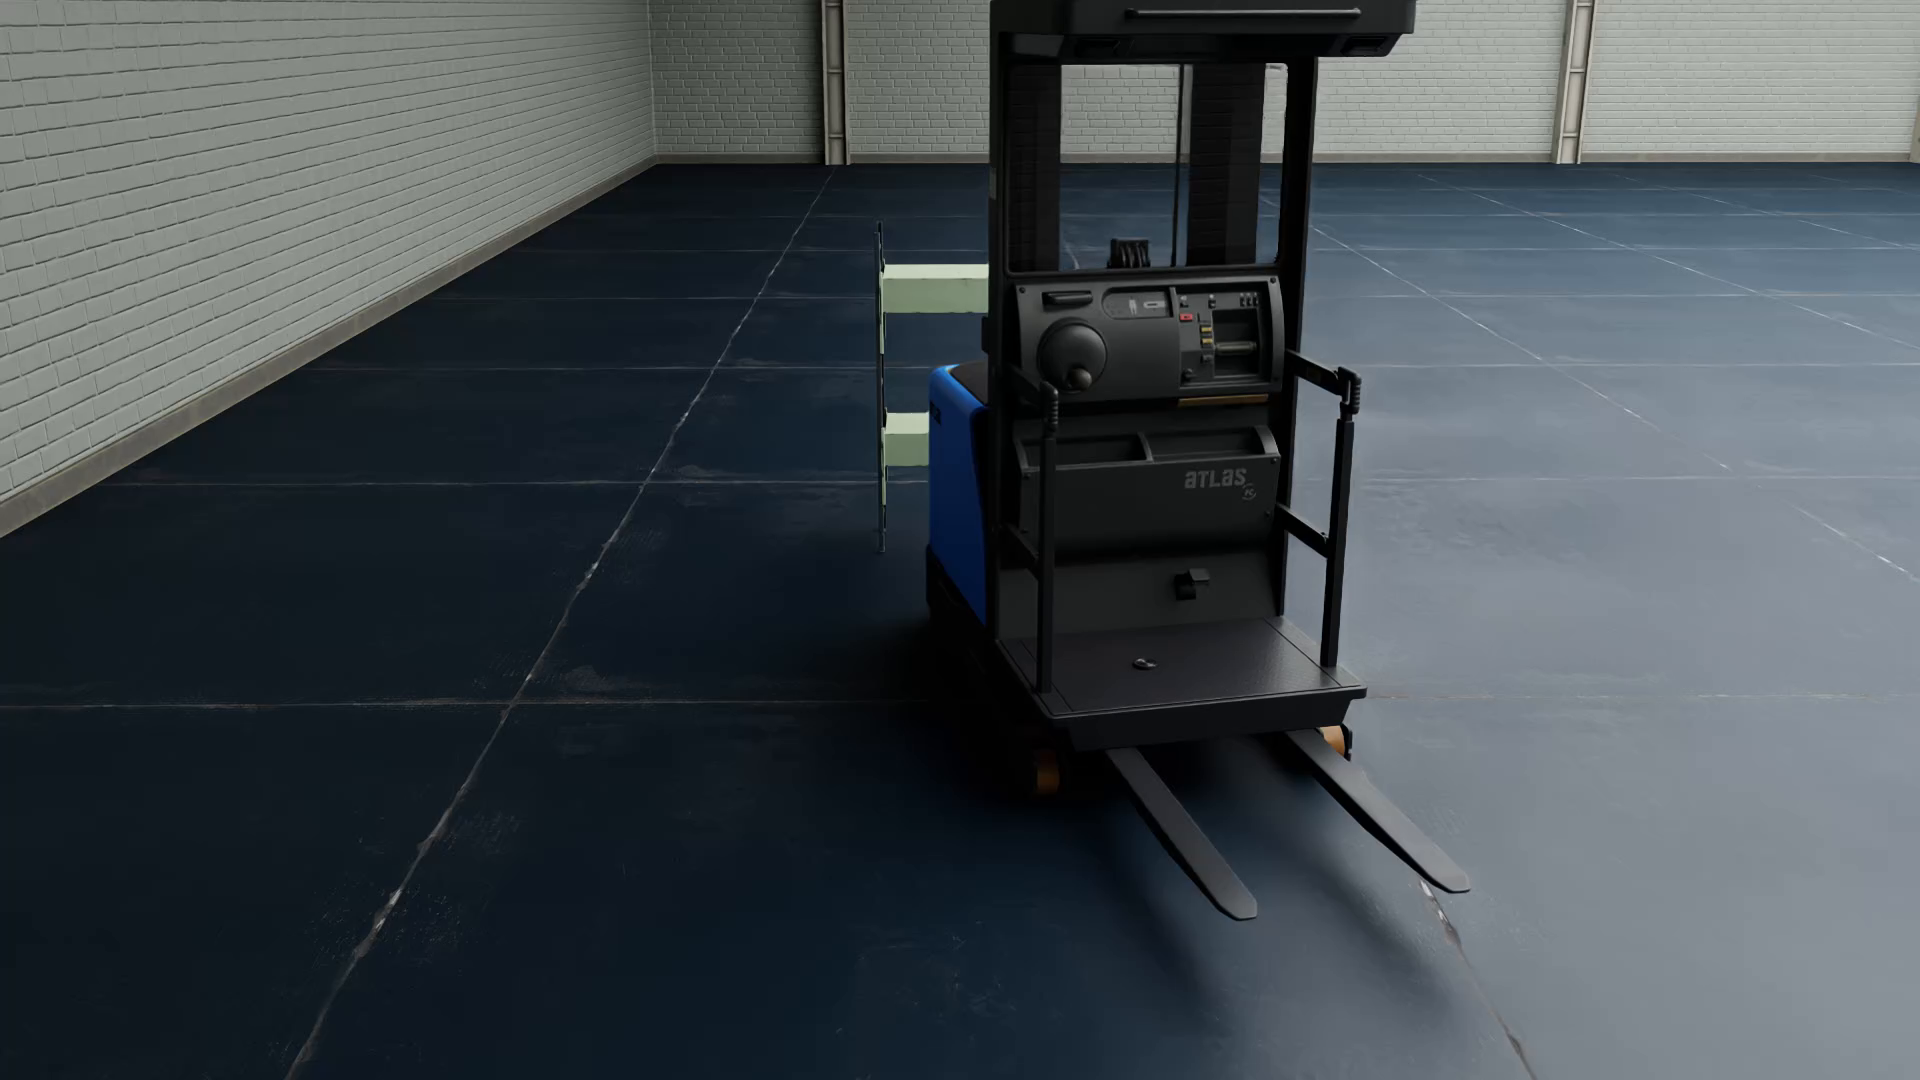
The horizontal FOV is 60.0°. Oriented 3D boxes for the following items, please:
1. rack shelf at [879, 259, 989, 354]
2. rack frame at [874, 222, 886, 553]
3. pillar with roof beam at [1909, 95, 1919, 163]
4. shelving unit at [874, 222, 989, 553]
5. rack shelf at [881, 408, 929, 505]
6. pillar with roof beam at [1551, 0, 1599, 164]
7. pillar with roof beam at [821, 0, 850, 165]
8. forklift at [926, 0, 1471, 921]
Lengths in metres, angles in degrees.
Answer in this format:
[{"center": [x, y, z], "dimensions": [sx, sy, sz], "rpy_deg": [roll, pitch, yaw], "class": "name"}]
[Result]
[{"center": [-0.007, -1.086, 7.699], "dimensions": [0.720, 0.370, 0.431], "rpy_deg": [0, 18, -1], "class": "rack shelf"}, {"center": [-0.373, -0.712, 7.813], "dimensions": [0.023, 1.500, 0.400], "rpy_deg": [0, 18, -1], "class": "rack frame"}, {"center": [16.060, -9.228, 22.081], "dimensions": [0.400, 9.000, 9.100], "rpy_deg": [0, 18, -1], "class": "pillar with roof beam"}, {"center": [-0.007, -0.714, 7.818], "dimensions": [0.755, 1.500, 0.431], "rpy_deg": [0, 18, -1], "class": "shelving unit"}, {"center": [-0.007, -0.404, 7.918], "dimensions": [0.720, 0.370, 0.431], "rpy_deg": [0, 18, -1], "class": "rack shelf"}, {"center": [10.061, -9.199, 21.991], "dimensions": [0.400, 9.000, 9.100], "rpy_deg": [0, 18, -1], "class": "pillar with roof beam"}, {"center": [-1.938, -9.141, 21.810], "dimensions": [0.400, 9.000, 9.100], "rpy_deg": [0, 18, -1], "class": "pillar with roof beam"}, {"center": [0.691, -0.681, 5.372], "dimensions": [1.130, 2.935, 3.031], "rpy_deg": [-4, 18, -12], "class": "forklift"}]
